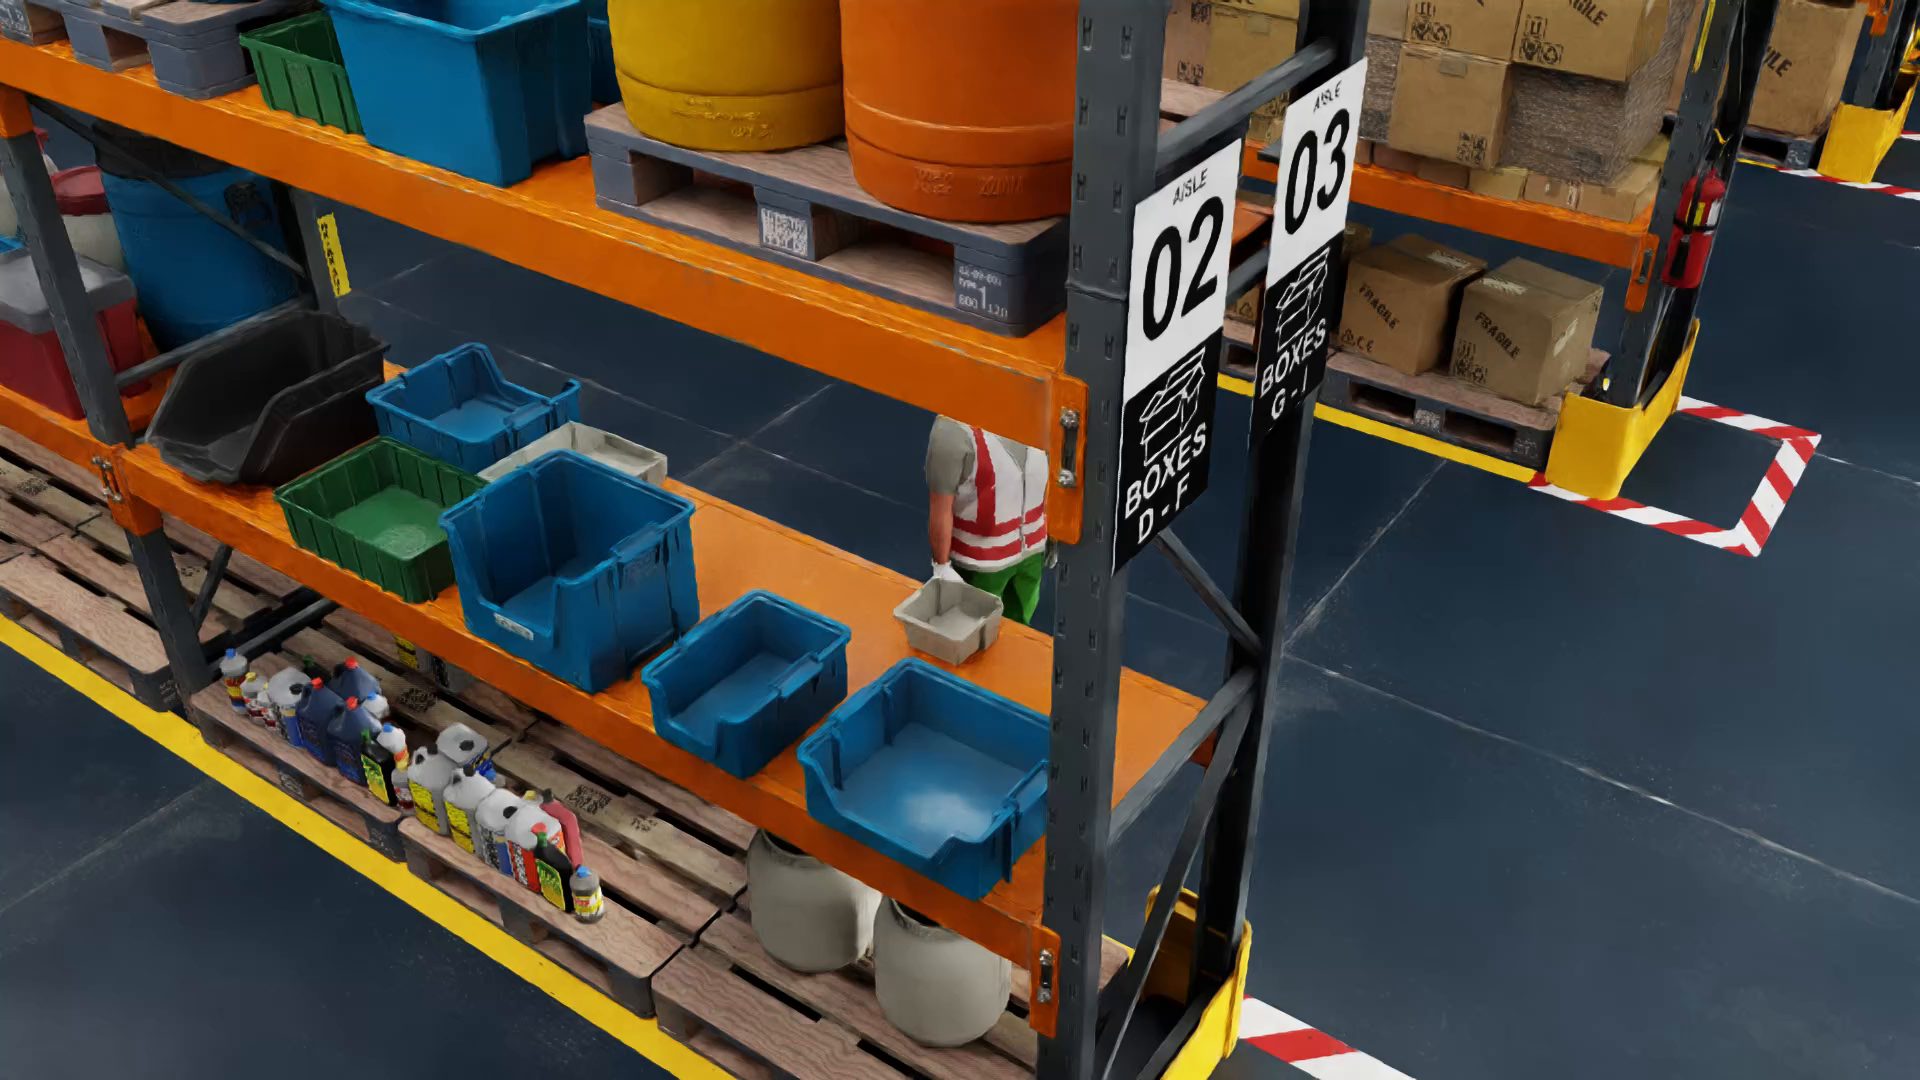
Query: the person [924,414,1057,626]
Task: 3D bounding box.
[{"bbox_3d":[0.157,0.050,6.034,0.580,1.794,0.407,-27,43,-34],"label":"person"}]
